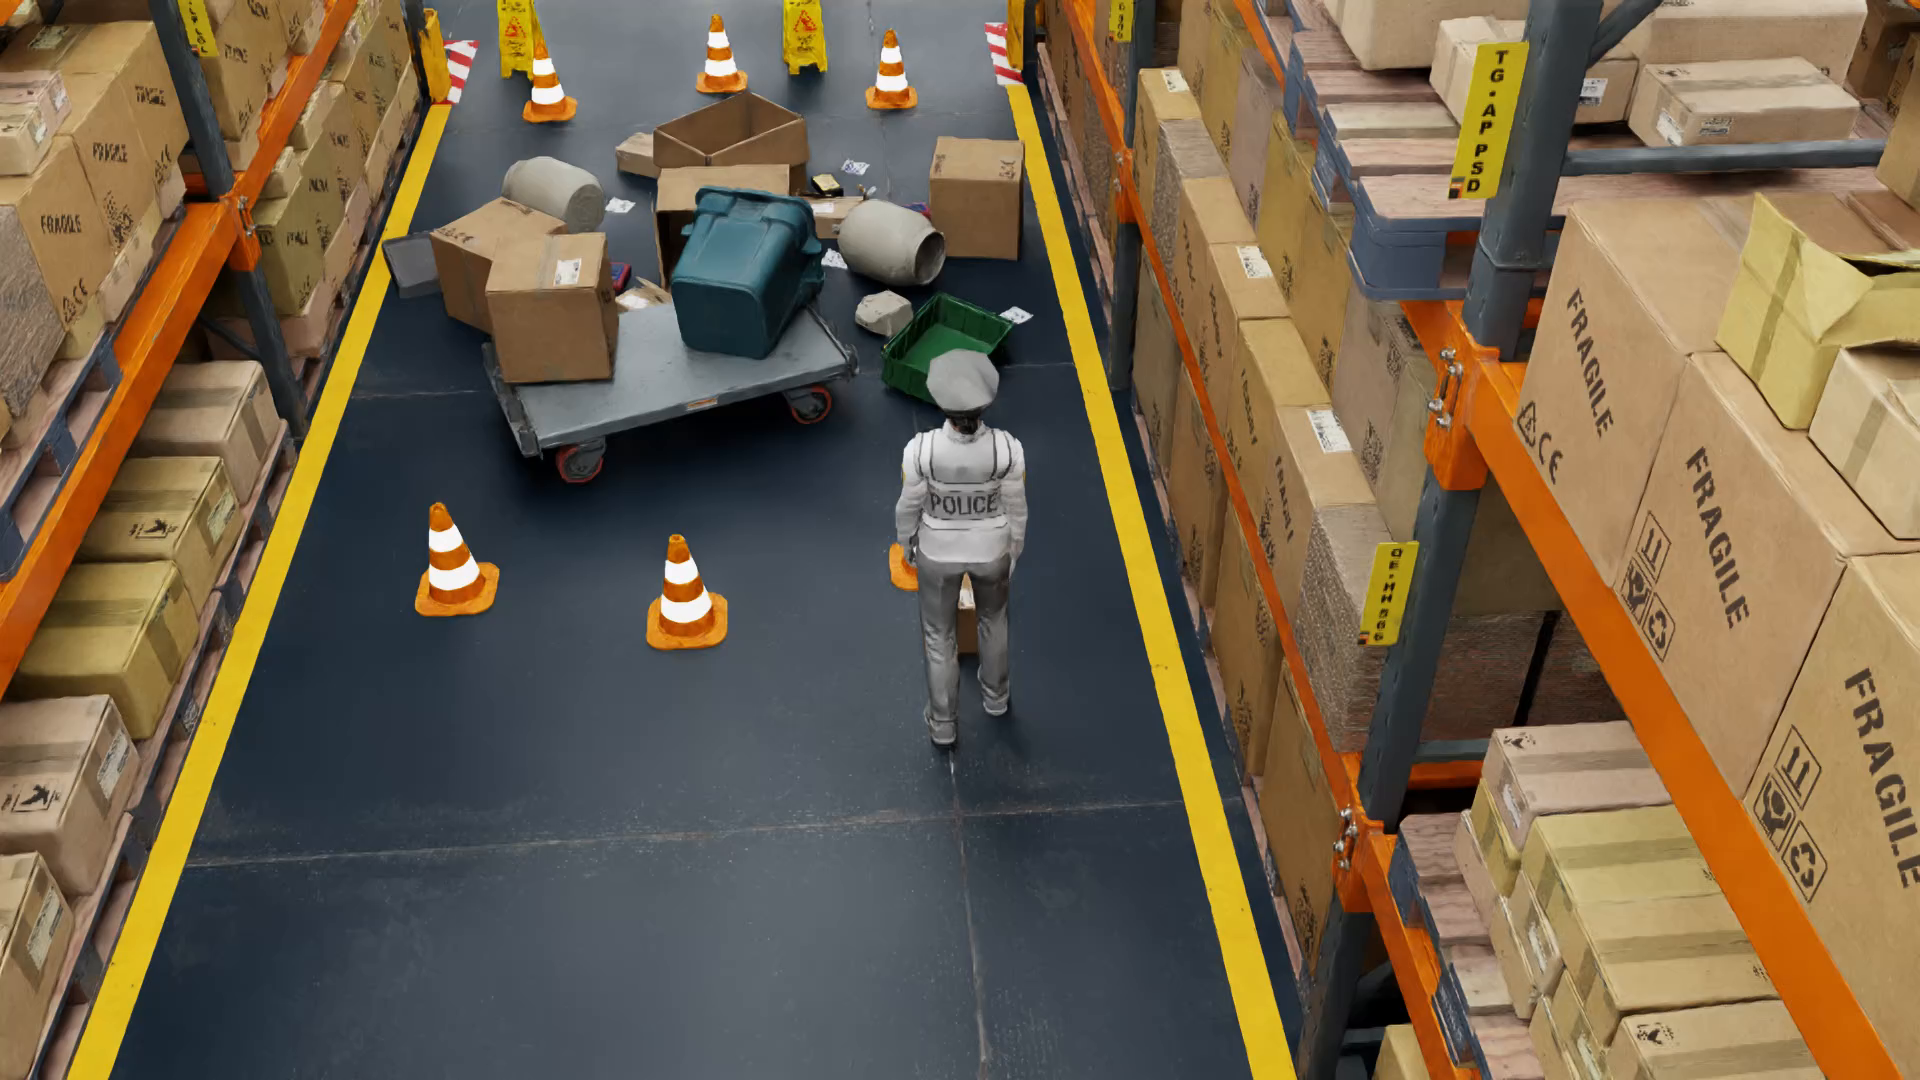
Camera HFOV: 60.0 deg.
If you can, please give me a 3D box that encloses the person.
[{"bbox_3d":[0.004,0.029,6.122,0.473,1.690,0.441,-2,39,-3],"label":"person"}]
